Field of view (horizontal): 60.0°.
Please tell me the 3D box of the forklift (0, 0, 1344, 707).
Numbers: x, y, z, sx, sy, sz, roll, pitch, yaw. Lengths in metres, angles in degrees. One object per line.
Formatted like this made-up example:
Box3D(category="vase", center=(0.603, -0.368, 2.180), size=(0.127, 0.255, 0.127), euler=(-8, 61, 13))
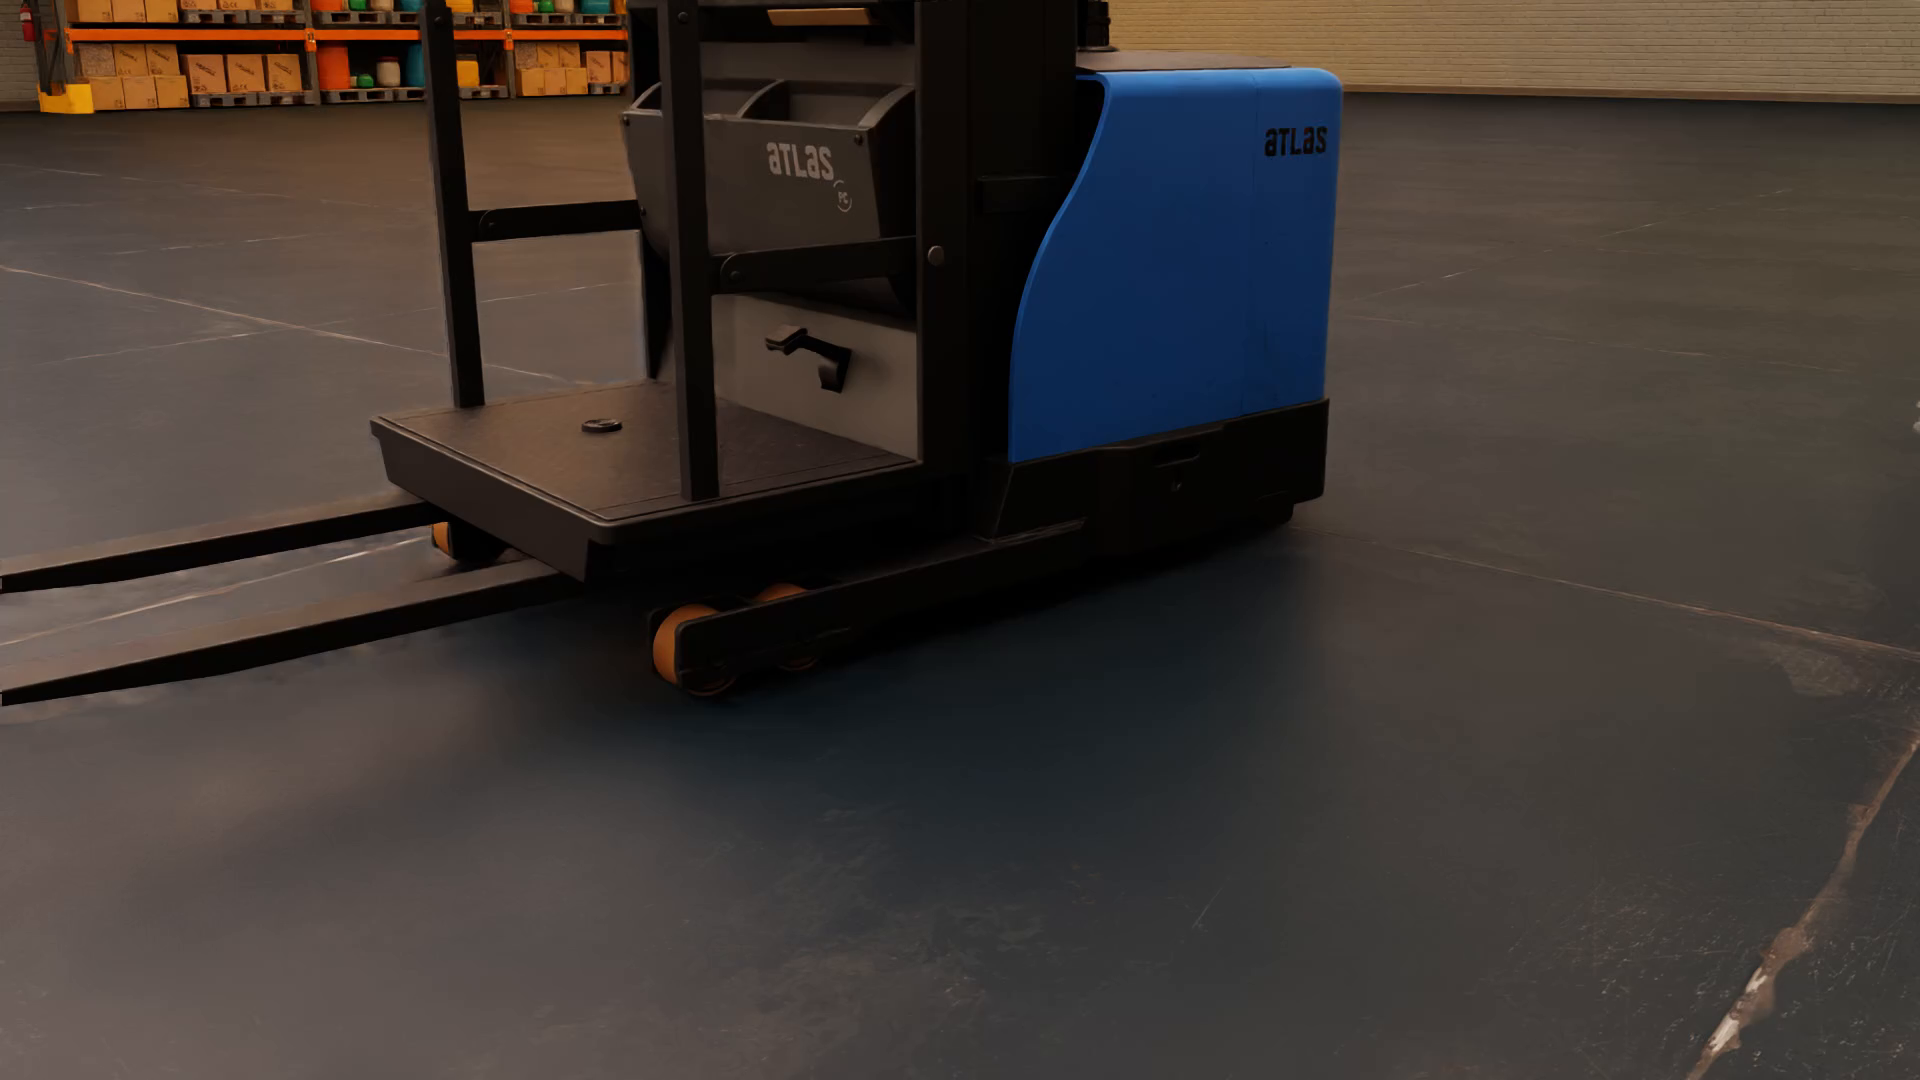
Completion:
Box3D(category="forklift", center=(-0.567, -1.291, 3.150), size=(3.031, 2.935, 1.130), euler=(-13, 21, -37))
